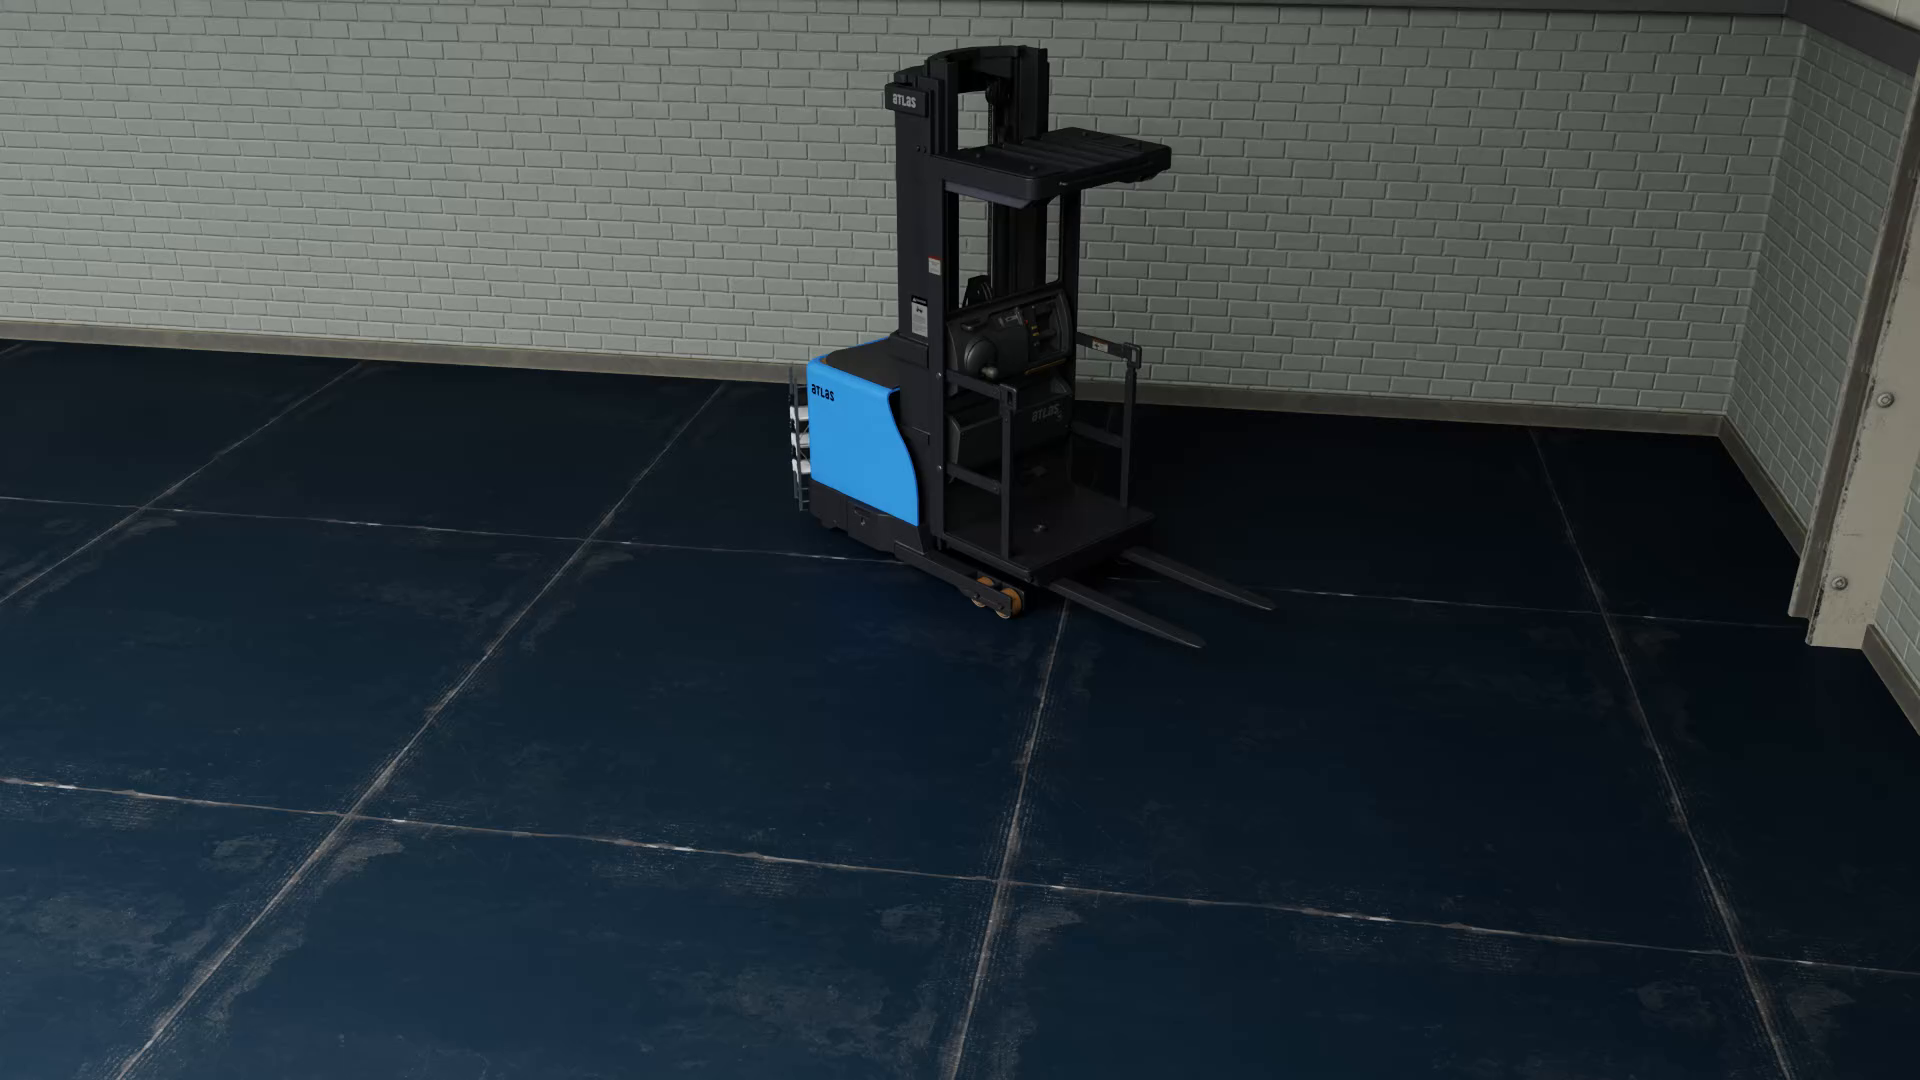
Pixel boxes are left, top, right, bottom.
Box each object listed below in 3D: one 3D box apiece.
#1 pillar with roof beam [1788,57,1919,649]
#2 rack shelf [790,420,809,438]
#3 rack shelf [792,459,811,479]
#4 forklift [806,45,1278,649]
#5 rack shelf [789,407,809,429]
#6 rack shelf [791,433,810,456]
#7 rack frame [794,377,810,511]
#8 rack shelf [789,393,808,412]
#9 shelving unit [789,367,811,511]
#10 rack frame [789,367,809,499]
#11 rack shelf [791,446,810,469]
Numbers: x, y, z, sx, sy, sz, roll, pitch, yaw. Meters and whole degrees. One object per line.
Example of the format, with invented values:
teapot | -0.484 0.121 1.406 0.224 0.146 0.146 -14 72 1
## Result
pillar with roof beam | 0.542 -3.876 7.915 9.100 9.000 0.400 4 25 9
rack shelf | -0.935 -0.700 10.550 0.258 0.077 0.200 -6 26 -12
rack shelf | -0.935 -0.456 10.665 0.258 0.077 0.200 -6 26 -12
forklift | 0.433 -1.134 9.216 1.130 2.935 3.031 -22 33 -39
rack shelf | -0.935 -0.782 10.512 0.258 0.077 0.200 -6 26 -12
rack shelf | -0.935 -0.619 10.589 0.258 0.077 0.200 -6 26 -12
rack frame | -0.911 -0.607 10.485 0.240 0.900 0.006 -6 26 -12
rack shelf | -0.935 -0.863 10.474 0.258 0.077 0.200 -6 26 -12
shelving unit | -0.935 -0.649 10.574 0.258 0.900 0.210 -6 26 -12
rack frame | -0.959 -0.691 10.664 0.240 0.900 0.006 -6 26 -12
rack shelf | -0.935 -0.537 10.627 0.258 0.077 0.200 -6 26 -12
